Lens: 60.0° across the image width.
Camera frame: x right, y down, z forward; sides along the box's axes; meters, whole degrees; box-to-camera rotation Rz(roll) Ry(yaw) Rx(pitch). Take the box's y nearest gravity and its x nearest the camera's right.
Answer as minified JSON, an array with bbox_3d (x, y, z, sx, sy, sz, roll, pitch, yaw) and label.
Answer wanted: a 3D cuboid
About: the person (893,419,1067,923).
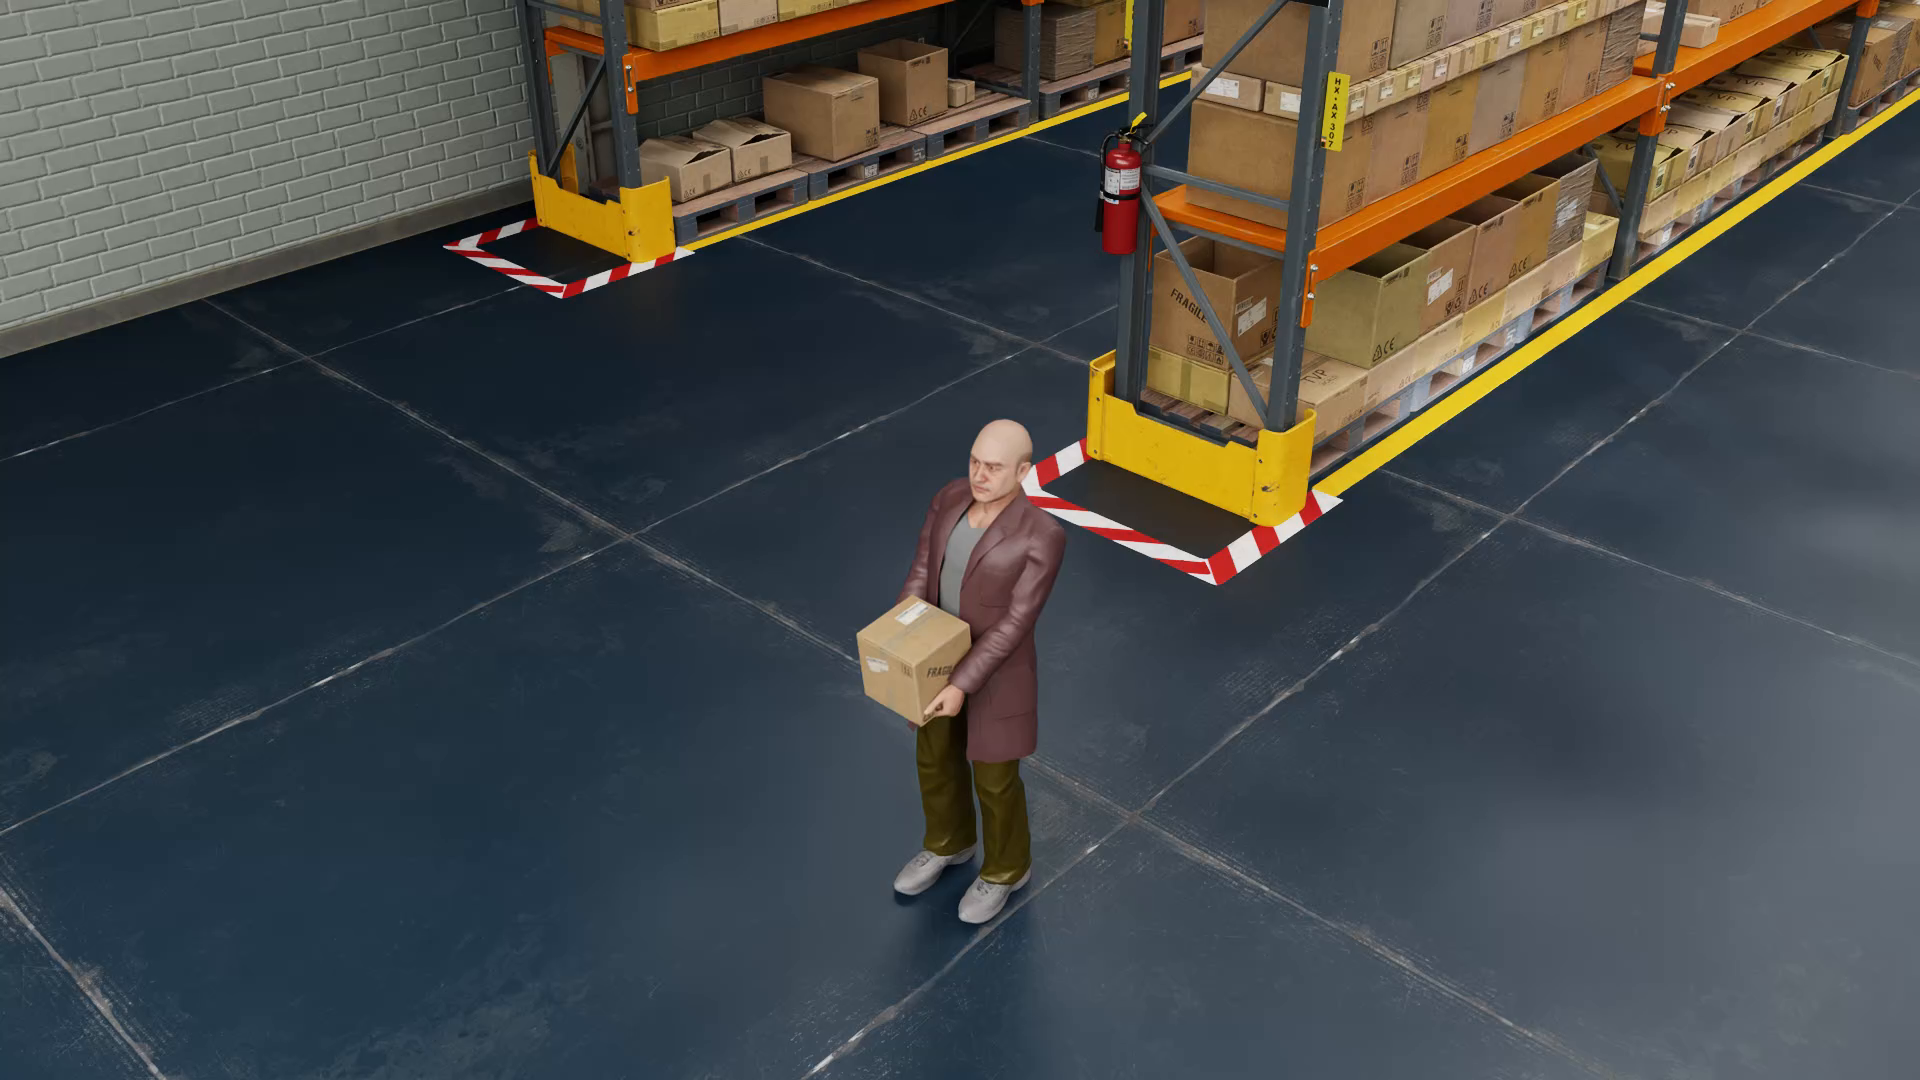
[{"bbox_3d":[-0.004,0.466,5.375,0.528,1.770,0.563,26,39,36],"label":"person"}]
